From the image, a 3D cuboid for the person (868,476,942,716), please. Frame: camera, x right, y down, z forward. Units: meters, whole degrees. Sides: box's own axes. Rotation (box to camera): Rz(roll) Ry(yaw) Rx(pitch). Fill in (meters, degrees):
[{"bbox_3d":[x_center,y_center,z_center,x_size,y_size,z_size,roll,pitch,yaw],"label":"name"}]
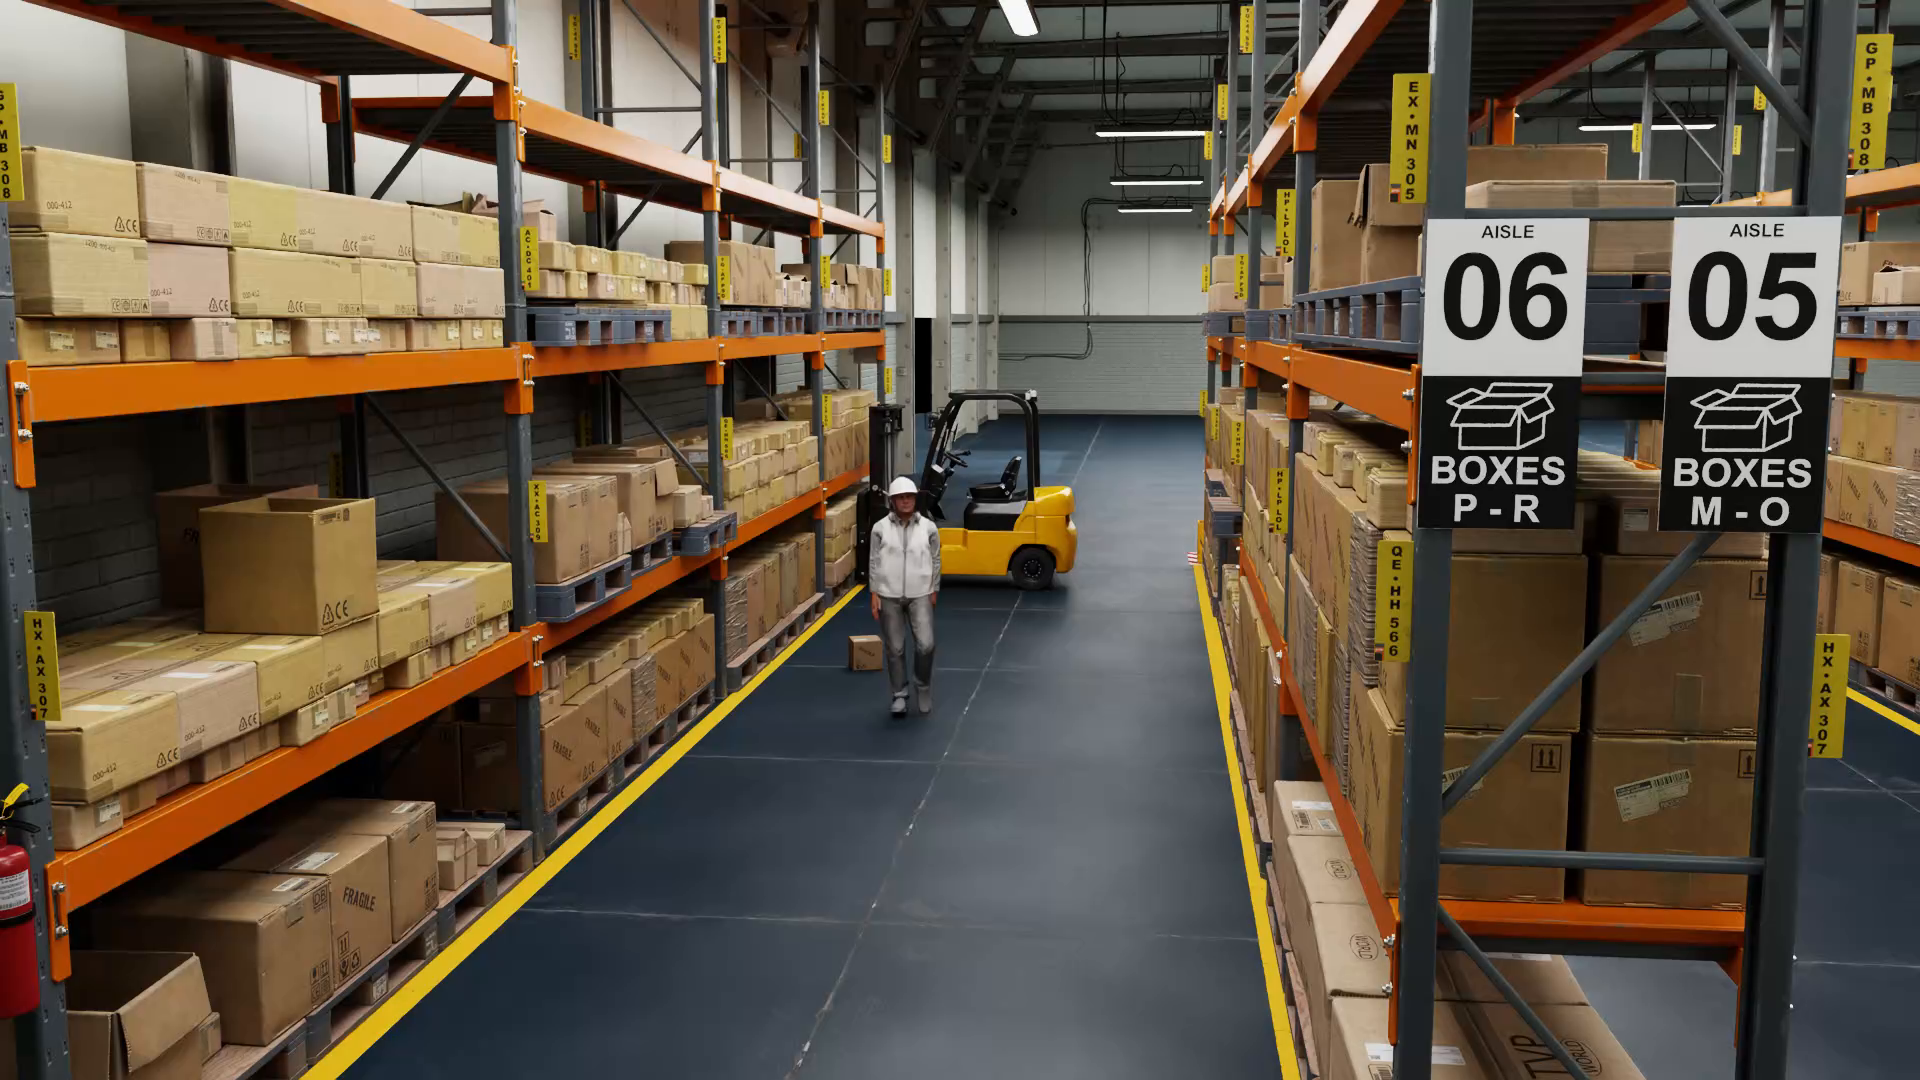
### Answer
[{"bbox_3d":[-0.406,0.429,12.339,0.546,1.789,0.459,0,8,-2],"label":"person"}]
